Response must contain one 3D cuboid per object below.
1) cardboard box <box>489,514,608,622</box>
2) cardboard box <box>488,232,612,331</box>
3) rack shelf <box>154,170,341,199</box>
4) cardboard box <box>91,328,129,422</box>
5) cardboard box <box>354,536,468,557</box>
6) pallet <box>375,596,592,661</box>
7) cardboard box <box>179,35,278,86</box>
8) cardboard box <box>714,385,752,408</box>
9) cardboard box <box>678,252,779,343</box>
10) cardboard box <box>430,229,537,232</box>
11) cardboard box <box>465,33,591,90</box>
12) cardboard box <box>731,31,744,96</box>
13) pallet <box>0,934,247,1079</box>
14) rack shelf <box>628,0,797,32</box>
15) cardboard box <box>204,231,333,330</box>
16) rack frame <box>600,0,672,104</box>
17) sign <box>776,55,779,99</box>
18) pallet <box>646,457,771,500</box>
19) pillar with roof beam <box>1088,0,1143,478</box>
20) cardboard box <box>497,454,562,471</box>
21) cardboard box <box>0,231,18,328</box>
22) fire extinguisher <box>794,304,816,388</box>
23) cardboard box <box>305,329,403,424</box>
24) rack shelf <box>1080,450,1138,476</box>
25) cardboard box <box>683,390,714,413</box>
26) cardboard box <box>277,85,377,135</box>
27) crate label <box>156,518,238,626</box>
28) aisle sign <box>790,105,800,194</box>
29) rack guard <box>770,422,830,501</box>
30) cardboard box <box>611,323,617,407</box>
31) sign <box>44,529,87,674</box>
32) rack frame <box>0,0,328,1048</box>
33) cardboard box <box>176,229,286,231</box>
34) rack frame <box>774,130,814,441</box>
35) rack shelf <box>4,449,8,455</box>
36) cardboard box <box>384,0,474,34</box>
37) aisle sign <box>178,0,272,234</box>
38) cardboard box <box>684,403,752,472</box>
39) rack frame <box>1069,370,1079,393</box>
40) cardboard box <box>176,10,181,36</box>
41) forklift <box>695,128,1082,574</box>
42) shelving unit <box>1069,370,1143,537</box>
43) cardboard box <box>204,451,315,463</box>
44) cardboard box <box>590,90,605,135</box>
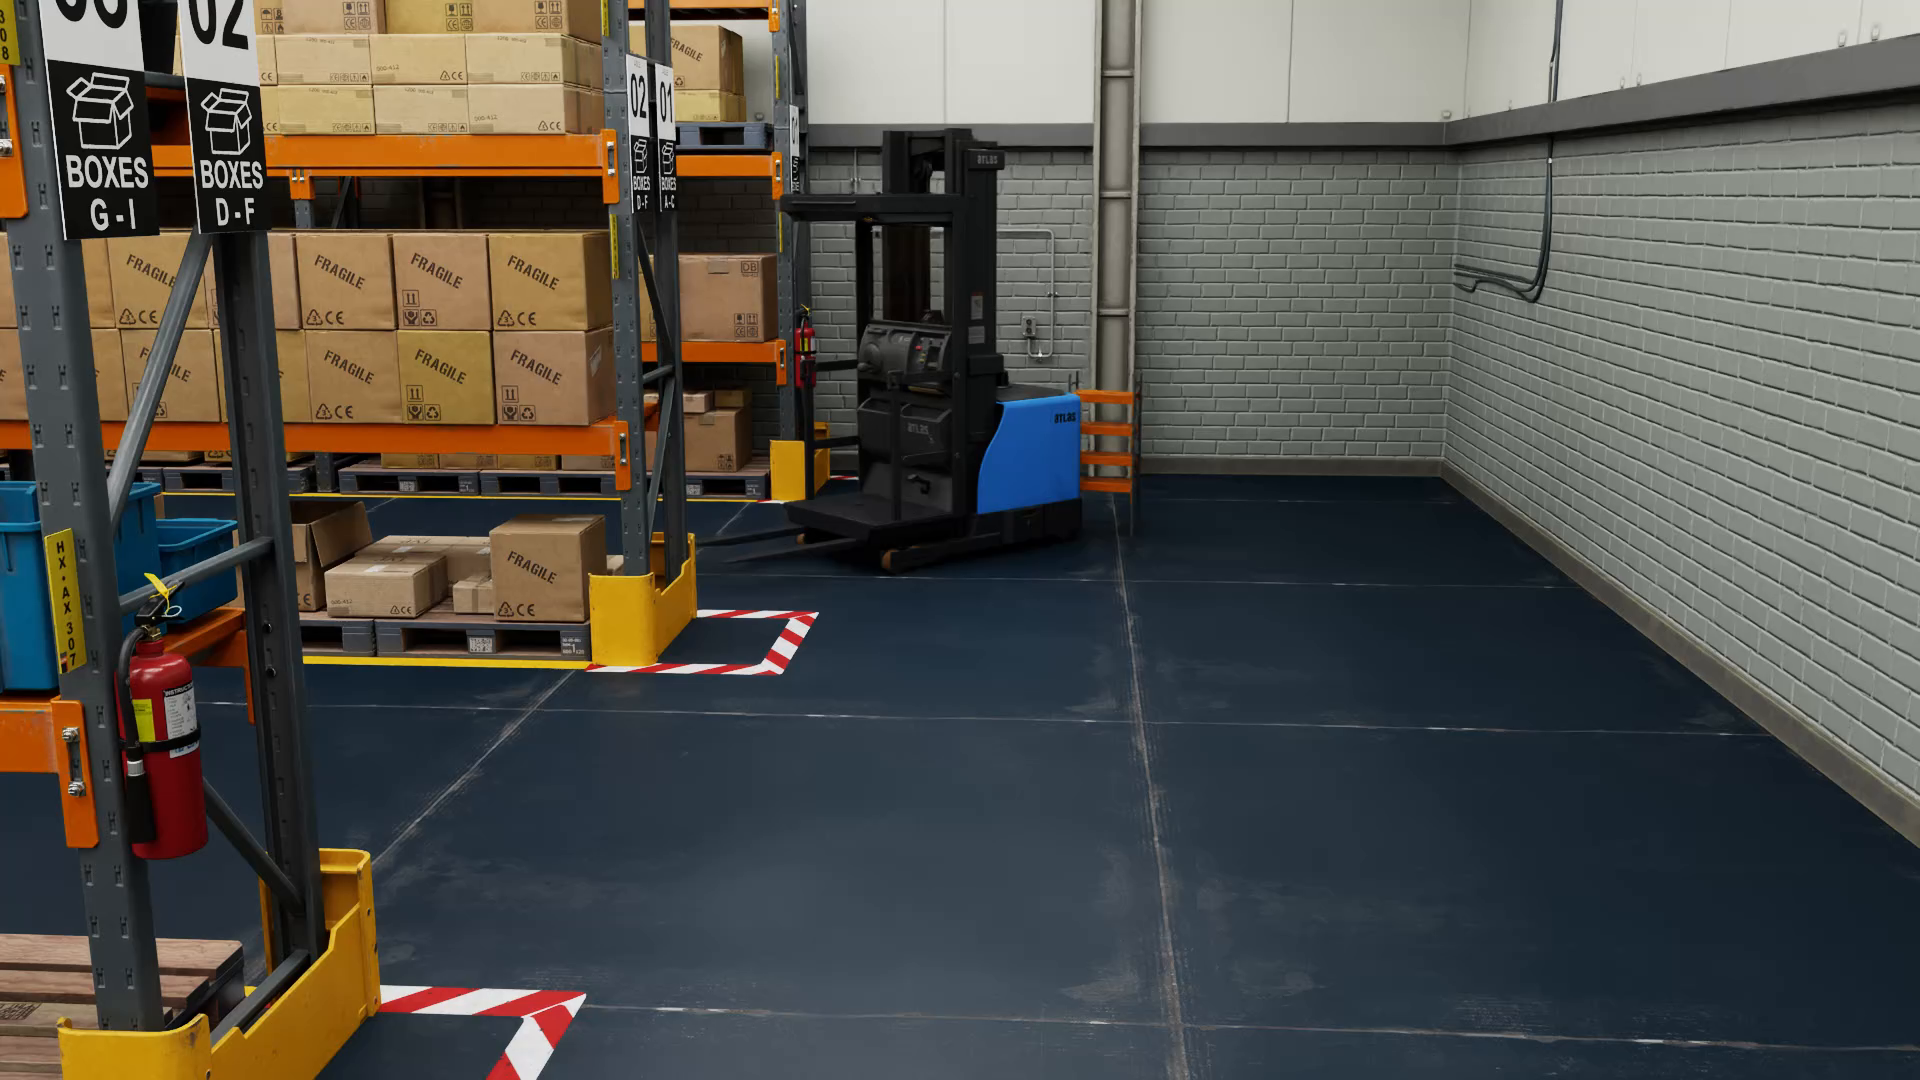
[{"bbox_3d":[-2.280,0.149,9.261,0.500,0.500,0.500,1,12,4],"label":"cardboard box"},{"bbox_3d":[-2.184,-1.390,8.903,0.500,0.500,0.500,1,12,3],"label":"cardboard box"},{"bbox_3d":[-7.381,-3.112,14.252,4.000,0.370,1.077,1,12,4],"label":"rack shelf"},{"bbox_3d":[-4.711,-0.937,9.177,0.500,0.500,0.500,1,12,5],"label":"cardboard box"},{"bbox_3d":[-3.243,0.149,9.870,0.500,0.250,0.500,1,12,4],"label":"cardboard box"},{"bbox_3d":[-2.593,0.451,9.597,1.213,0.211,1.003,1,12,4],"label":"pallet"},{"bbox_3d":[-3.748,-2.517,8.792,0.500,0.250,0.500,1,12,4],"label":"cardboard box"},{"bbox_3d":[-1.961,-1.242,14.375,0.250,0.149,0.380,1,12,4],"label":"cardboard box"},{"bbox_3d":[-1.903,-2.066,14.086,0.700,0.700,0.980,1,12,6],"label":"cardboard box"},{"bbox_3d":[-2.668,-1.506,9.456,0.500,0.500,0.500,1,12,4],"label":"cardboard box"},{"bbox_3d":[-2.251,-2.497,8.697,0.500,0.250,0.500,1,12,4],"label":"cardboard box"},{"bbox_3d":[-2.106,-3.990,13.955,0.500,0.500,0.500,0,12,2],"label":"cardboard box"},{"bbox_3d":[-2.876,1.455,4.795,1.213,0.211,1.003,1,12,4],"label":"pallet"},{"bbox_3d":[-3.389,-4.330,13.724,4.000,0.370,1.077,1,12,4],"label":"rack shelf"},{"bbox_3d":[-3.718,-1.410,8.998,0.500,0.500,0.500,1,12,6],"label":"cardboard box"},{"bbox_3d":[-1.721,-3.839,8.641,0.127,3.000,1.000,1,12,4],"label":"rack frame"},{"bbox_3d":[-1.444,-3.666,13.175,0.005,0.325,0.100,1,12,4],"label":"sign"},{"bbox_3d":[-2.197,-0.544,14.355,1.213,0.211,1.003,1,12,4],"label":"pallet"},{"bbox_3d":[1.070,-4.111,9.943,0.400,9.000,9.100,1,12,4],"label":"pillar with roof beam"},{"bbox_3d":[-3.633,-0.905,14.347,0.500,0.500,0.700,1,12,5],"label":"cardboard box"},{"bbox_3d":[-5.261,-1.431,9.099,0.500,0.500,0.500,1,12,5],"label":"cardboard box"},{"bbox_3d":[-1.274,-1.598,13.679,0.183,0.674,0.296,1,12,4],"label":"fire extinguisher"},{"bbox_3d":[-3.202,-0.916,9.077,0.500,0.500,0.500,1,12,4],"label":"cardboard box"},{"bbox_3d":[1.079,-0.582,12.447,0.480,0.148,0.258,4,12,18],"label":"rack shelf"},{"bbox_3d":[-2.239,-1.167,14.018,0.250,0.149,0.380,1,12,3],"label":"cardboard box"},{"bbox_3d":[-3.249,-2.263,8.803,0.500,0.250,0.500,1,12,4],"label":"cardboard box"},{"bbox_3d":[-2.280,0.092,4.767,0.303,0.233,0.416,1,12,4],"label":"crate label"},{"bbox_3d":[-1.342,-3.124,13.529,0.004,0.787,0.394,1,12,4],"label":"aisle sign"},{"bbox_3d":[-1.370,-0.690,14.348,0.348,0.500,1.175,1,12,4],"label":"rack guard"},{"bbox_3d":[-2.146,-1.011,9.531,0.500,0.500,0.500,1,12,5],"label":"cardboard box"},{"bbox_3d":[-2.077,0.142,3.863,0.005,0.325,0.100,1,12,4],"label":"sign"},{"bbox_3d":[-2.056,0.110,4.418,0.127,3.000,1.000,1,12,4],"label":"rack frame"},{"bbox_3d":[-4.176,-1.528,9.560,0.500,0.500,0.500,1,12,4],"label":"cardboard box"},{"bbox_3d":[-1.394,-1.914,14.093,0.127,3.000,1.000,1,12,4],"label":"rack frame"},{"bbox_3d":[-7.708,-0.632,9.721,4.000,0.370,1.077,1,12,4],"label":"rack shelf"},{"bbox_3d":[-2.728,-2.937,8.968,0.500,0.500,0.700,1,12,4],"label":"cardboard box"},{"bbox_3d":[-1.964,-1.223,4.437,0.004,0.787,0.394,1,12,4],"label":"aisle sign"},{"bbox_3d":[-2.099,-0.885,14.254,0.500,0.500,0.700,1,12,4],"label":"cardboard box"},{"bbox_3d":[0.848,-0.663,12.508,0.015,1.200,0.240,4,12,18],"label":"rack frame"},{"bbox_3d":[-4.236,-2.923,8.905,0.500,0.500,0.700,1,12,4],"label":"cardboard box"},{"bbox_3d":[-0.549,-1.327,11.454,3.031,2.935,1.130,-10,15,-40],"label":"forklift"},{"bbox_3d":[1.079,-0.648,12.433,0.503,1.200,0.258,4,12,18],"label":"shelving unit"},{"bbox_3d":[-6.042,-1.105,14.448,0.750,0.750,0.750,1,12,4],"label":"cardboard box"},{"bbox_3d":[-2.217,-2.356,9.245,0.500,0.250,0.500,1,12,4],"label":"cardboard box"}]
